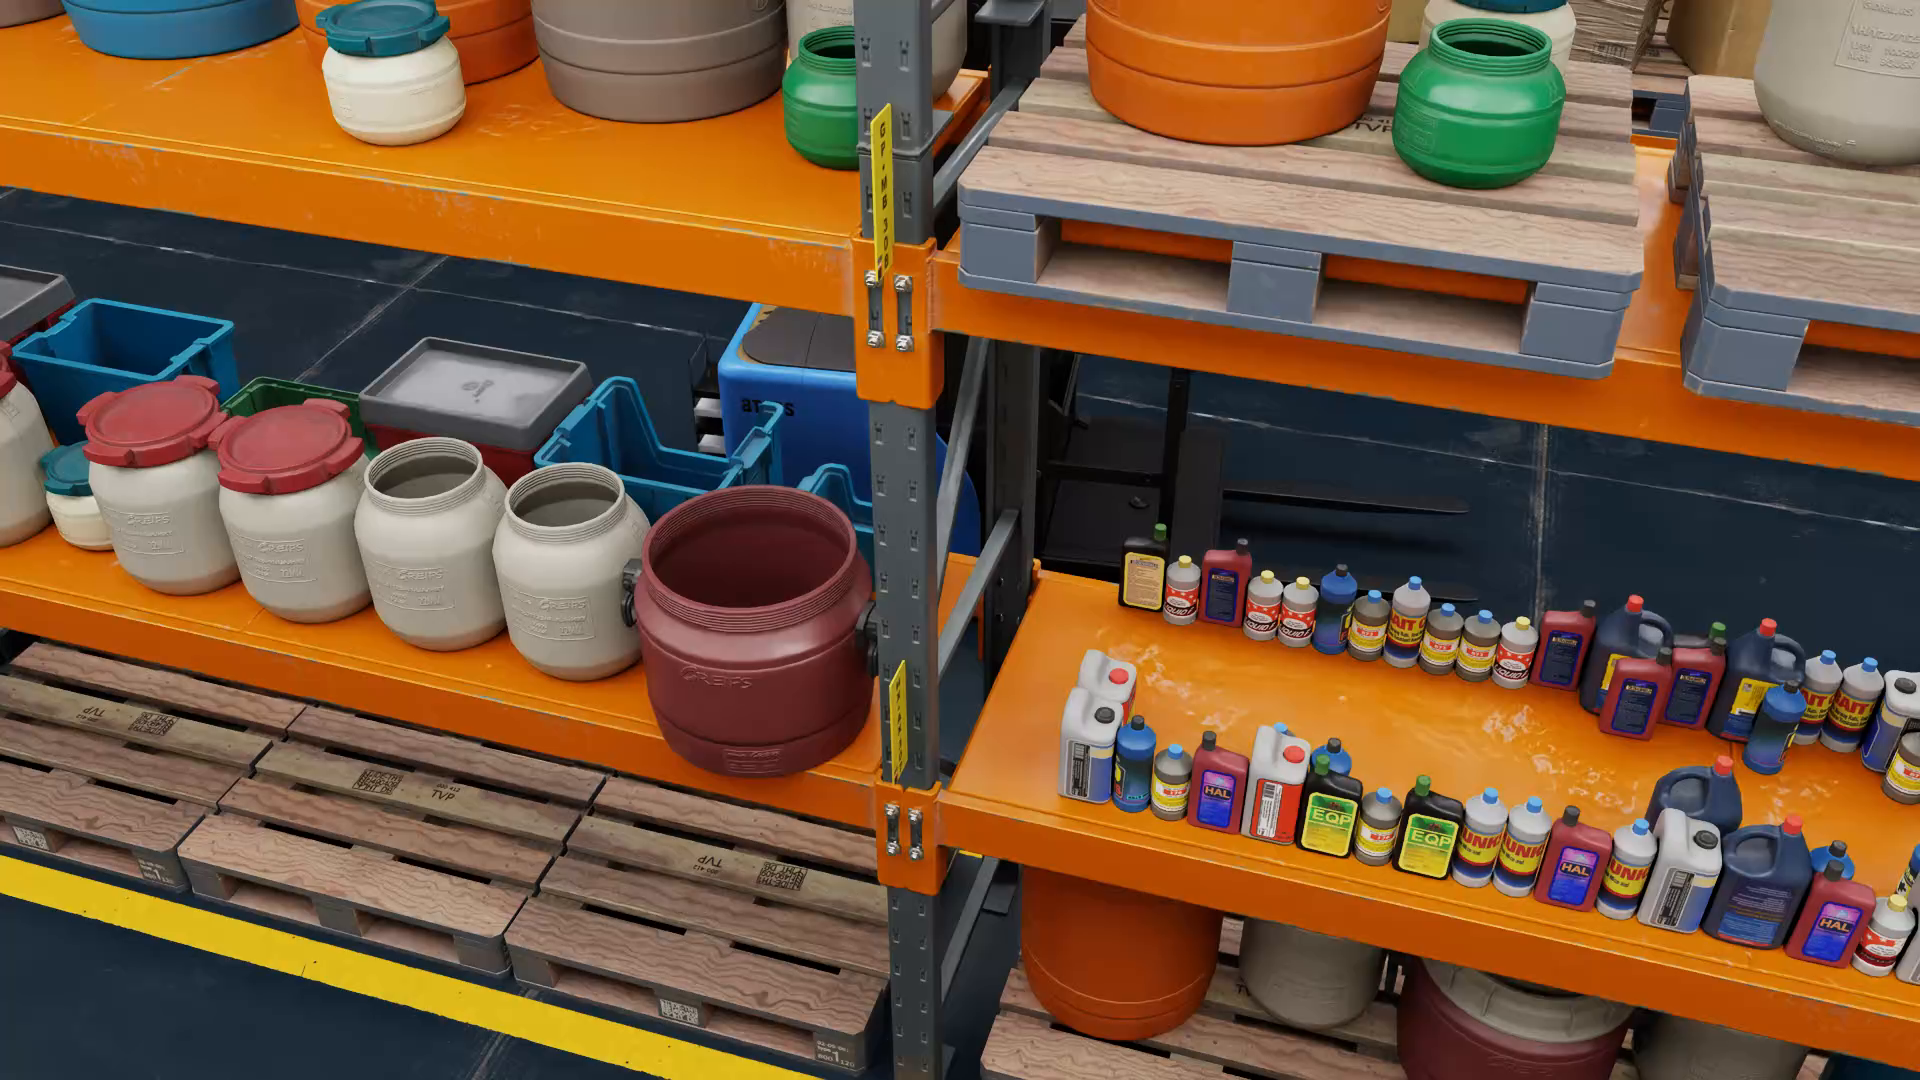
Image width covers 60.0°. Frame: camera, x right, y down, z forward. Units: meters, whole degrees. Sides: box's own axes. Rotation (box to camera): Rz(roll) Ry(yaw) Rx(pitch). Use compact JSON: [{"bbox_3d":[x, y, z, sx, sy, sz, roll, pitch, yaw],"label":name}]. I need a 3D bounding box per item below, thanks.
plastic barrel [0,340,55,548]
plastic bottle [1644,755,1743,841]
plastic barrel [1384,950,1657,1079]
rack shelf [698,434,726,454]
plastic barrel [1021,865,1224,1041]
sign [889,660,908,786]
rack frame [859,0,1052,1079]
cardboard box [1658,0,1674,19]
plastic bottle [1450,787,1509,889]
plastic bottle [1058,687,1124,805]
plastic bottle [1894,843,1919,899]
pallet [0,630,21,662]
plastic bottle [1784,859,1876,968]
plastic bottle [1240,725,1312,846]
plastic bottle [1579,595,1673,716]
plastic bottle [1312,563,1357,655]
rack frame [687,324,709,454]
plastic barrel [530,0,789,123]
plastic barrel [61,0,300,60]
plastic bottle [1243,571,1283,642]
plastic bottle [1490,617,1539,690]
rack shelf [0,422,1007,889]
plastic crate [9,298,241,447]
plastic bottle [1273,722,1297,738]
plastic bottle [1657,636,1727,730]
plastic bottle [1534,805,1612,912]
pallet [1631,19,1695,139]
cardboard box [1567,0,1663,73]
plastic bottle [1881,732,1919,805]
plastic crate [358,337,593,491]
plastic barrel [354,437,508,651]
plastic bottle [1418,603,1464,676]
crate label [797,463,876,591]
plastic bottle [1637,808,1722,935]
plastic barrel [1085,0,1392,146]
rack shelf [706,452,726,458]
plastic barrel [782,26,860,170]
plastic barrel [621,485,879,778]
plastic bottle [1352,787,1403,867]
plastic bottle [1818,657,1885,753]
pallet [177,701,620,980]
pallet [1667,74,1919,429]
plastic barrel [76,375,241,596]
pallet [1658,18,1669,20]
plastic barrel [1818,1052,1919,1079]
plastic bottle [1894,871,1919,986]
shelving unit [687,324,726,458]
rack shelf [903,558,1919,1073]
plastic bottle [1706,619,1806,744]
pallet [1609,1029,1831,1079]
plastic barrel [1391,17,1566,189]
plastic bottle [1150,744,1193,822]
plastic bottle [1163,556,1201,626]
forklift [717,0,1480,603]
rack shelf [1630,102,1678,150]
[{"bbox_3d":[-2.959,-0.275,4.978,0.433,0.535,0.433,0,36,0],"label":"plastic barrel"},{"bbox_3d":[1.719,0.639,3.893,0.185,0.351,0.144,10,38,14],"label":"plastic bottle"},{"bbox_3d":[1.561,1.272,4.671,0.708,0.588,0.600,10,38,14],"label":"plastic barrel"},{"bbox_3d":[-0.990,-0.435,7.138,0.200,0.077,0.258,6,37,8],"label":"rack shelf"},{"bbox_3d":[0.483,0.976,4.870,0.708,0.830,0.600,10,38,14],"label":"plastic barrel"},{"bbox_3d":[-0.147,0.441,3.983,0.005,0.325,0.100,10,38,14],"label":"sign"},{"bbox_3d":[0.011,0.194,4.456,0.127,3.000,1.000,10,38,14],"label":"rack frame"},{"bbox_3d":[5.274,-4.205,11.891,0.750,0.750,0.750,12,38,15],"label":"cardboard box"},{"bbox_3d":[1.219,0.687,3.894,0.097,0.271,0.097,0,36,0],"label":"plastic bottle"},{"bbox_3d":[0.327,0.503,4.140,0.135,0.276,0.152,10,38,14],"label":"plastic bottle"},{"bbox_3d":[2.196,0.774,3.777,0.097,0.271,0.097,0,36,0],"label":"plastic bottle"},{"bbox_3d":[-4.436,0.468,6.437,1.213,0.211,1.003,10,38,14],"label":"pallet"},{"bbox_3d":[1.942,0.828,3.694,0.133,0.283,0.061,10,38,14],"label":"plastic bottle"},{"bbox_3d":[0.769,0.585,4.029,0.135,0.276,0.152,10,38,14],"label":"plastic bottle"},{"bbox_3d":[1.755,0.298,4.357,0.185,0.351,0.144,10,38,14],"label":"plastic bottle"},{"bbox_3d":[1.035,0.182,4.581,0.097,0.271,0.097,0,36,0],"label":"plastic bottle"},{"bbox_3d":[-1.090,-0.473,7.133,0.006,0.900,0.240,6,37,8],"label":"rack frame"},{"bbox_3d":[-0.708,-1.484,3.782,0.600,0.901,0.600,0,36,0],"label":"plastic barrel"},{"bbox_3d":[-2.009,-1.725,4.109,0.708,0.901,0.600,10,38,14],"label":"plastic barrel"},{"bbox_3d":[0.849,0.176,4.649,0.097,0.201,0.097,0,36,0],"label":"plastic bottle"},{"bbox_3d":[1.500,0.296,4.485,0.097,0.201,0.097,0,36,0],"label":"plastic bottle"},{"bbox_3d":[-1.898,0.130,5.150,4.000,0.370,1.077,10,38,14],"label":"rack shelf"},{"bbox_3d":[-2.662,-0.488,5.396,0.575,0.384,0.392,10,38,14],"label":"plastic crate"},{"bbox_3d":[0.788,0.541,4.152,0.097,0.201,0.097,0,36,0],"label":"plastic bottle"},{"bbox_3d":[1.901,0.364,4.324,0.133,0.283,0.061,10,38,14],"label":"plastic bottle"},{"bbox_3d":[1.417,0.730,3.826,0.133,0.283,0.061,10,38,14],"label":"plastic bottle"},{"bbox_3d":[3.349,-2.190,7.856,1.213,0.211,1.003,10,38,14],"label":"pallet"},{"bbox_3d":[2.942,-2.500,7.678,0.500,0.500,0.700,18,40,22],"label":"cardboard box"},{"bbox_3d":[2.376,0.553,4.136,0.097,0.201,0.097,0,36,0],"label":"plastic bottle"},{"bbox_3d":[-1.440,-0.291,5.060,0.583,0.464,0.402,10,38,14],"label":"plastic crate"},{"bbox_3d":[-1.437,0.013,4.607,0.421,0.512,0.421,0,36,0],"label":"plastic barrel"},{"bbox_3d":[1.314,0.262,4.532,0.097,0.201,0.097,0,36,0],"label":"plastic bottle"},{"bbox_3d":[-0.280,-0.025,4.895,0.416,0.233,0.303,10,38,14],"label":"crate label"},{"bbox_3d":[1.651,0.748,3.807,0.135,0.276,0.152,10,38,14],"label":"plastic bottle"},{"bbox_3d":[0.552,-1.254,3.177,0.708,0.830,0.600,10,38,14],"label":"plastic barrel"},{"bbox_3d":[-0.990,-0.363,7.192,0.200,0.077,0.258,6,37,8],"label":"rack shelf"},{"bbox_3d":[-0.240,-0.966,3.633,0.294,0.245,0.294,0,36,0],"label":"plastic barrel"},{"bbox_3d":[-0.522,0.229,4.294,0.708,0.536,0.600,10,38,14],"label":"plastic barrel"},{"bbox_3d":[0.999,0.675,3.971,0.097,0.201,0.097,0,36,0],"label":"plastic bottle"},{"bbox_3d":[2.293,0.415,4.265,0.097,0.271,0.097,0,36,0],"label":"plastic bottle"},{"bbox_3d":[-1.878,0.941,5.793,1.213,0.211,1.003,10,38,14],"label":"pallet"},{"bbox_3d":[1.968,-0.513,3.046,1.213,0.211,1.003,10,38,14],"label":"pallet"},{"bbox_3d":[-2.259,-0.145,4.802,0.433,0.535,0.433,0,36,0],"label":"plastic barrel"},{"bbox_3d":[4.856,-3.890,12.357,1.213,0.211,1.003,10,38,14],"label":"pallet"},{"bbox_3d":[2.639,1.346,4.307,0.708,0.901,0.600,10,38,14],"label":"plastic barrel"},{"bbox_3d":[2.176,0.846,3.675,0.135,0.276,0.152,10,38,14],"label":"plastic bottle"},{"bbox_3d":[-0.990,-0.462,7.119,0.210,0.900,0.258,6,37,8],"label":"shelving unit"},{"bbox_3d":[1.920,0.837,4.189,4.000,0.370,1.077,10,38,14],"label":"rack shelf"},{"bbox_3d":[2.058,0.354,4.280,0.185,0.351,0.144,10,38,14],"label":"plastic bottle"},{"bbox_3d":[1.936,1.649,4.831,1.213,0.211,1.003,10,38,14],"label":"pallet"},{"bbox_3d":[0.954,-0.803,3.057,0.294,0.245,0.294,0,36,0],"label":"plastic barrel"},{"bbox_3d":[0.523,0.586,4.090,0.097,0.201,0.097,0,36,0],"label":"plastic bottle"},{"bbox_3d":[0.629,0.135,4.704,0.097,0.201,0.097,0,36,0],"label":"plastic bottle"},{"bbox_3d":[0.616,-1.116,6.293,3.031,2.935,1.130,6,37,8],"label":"forklift"},{"bbox_3d":[3.400,-1.965,7.996,4.000,0.370,1.077,10,38,14],"label":"rack shelf"}]
